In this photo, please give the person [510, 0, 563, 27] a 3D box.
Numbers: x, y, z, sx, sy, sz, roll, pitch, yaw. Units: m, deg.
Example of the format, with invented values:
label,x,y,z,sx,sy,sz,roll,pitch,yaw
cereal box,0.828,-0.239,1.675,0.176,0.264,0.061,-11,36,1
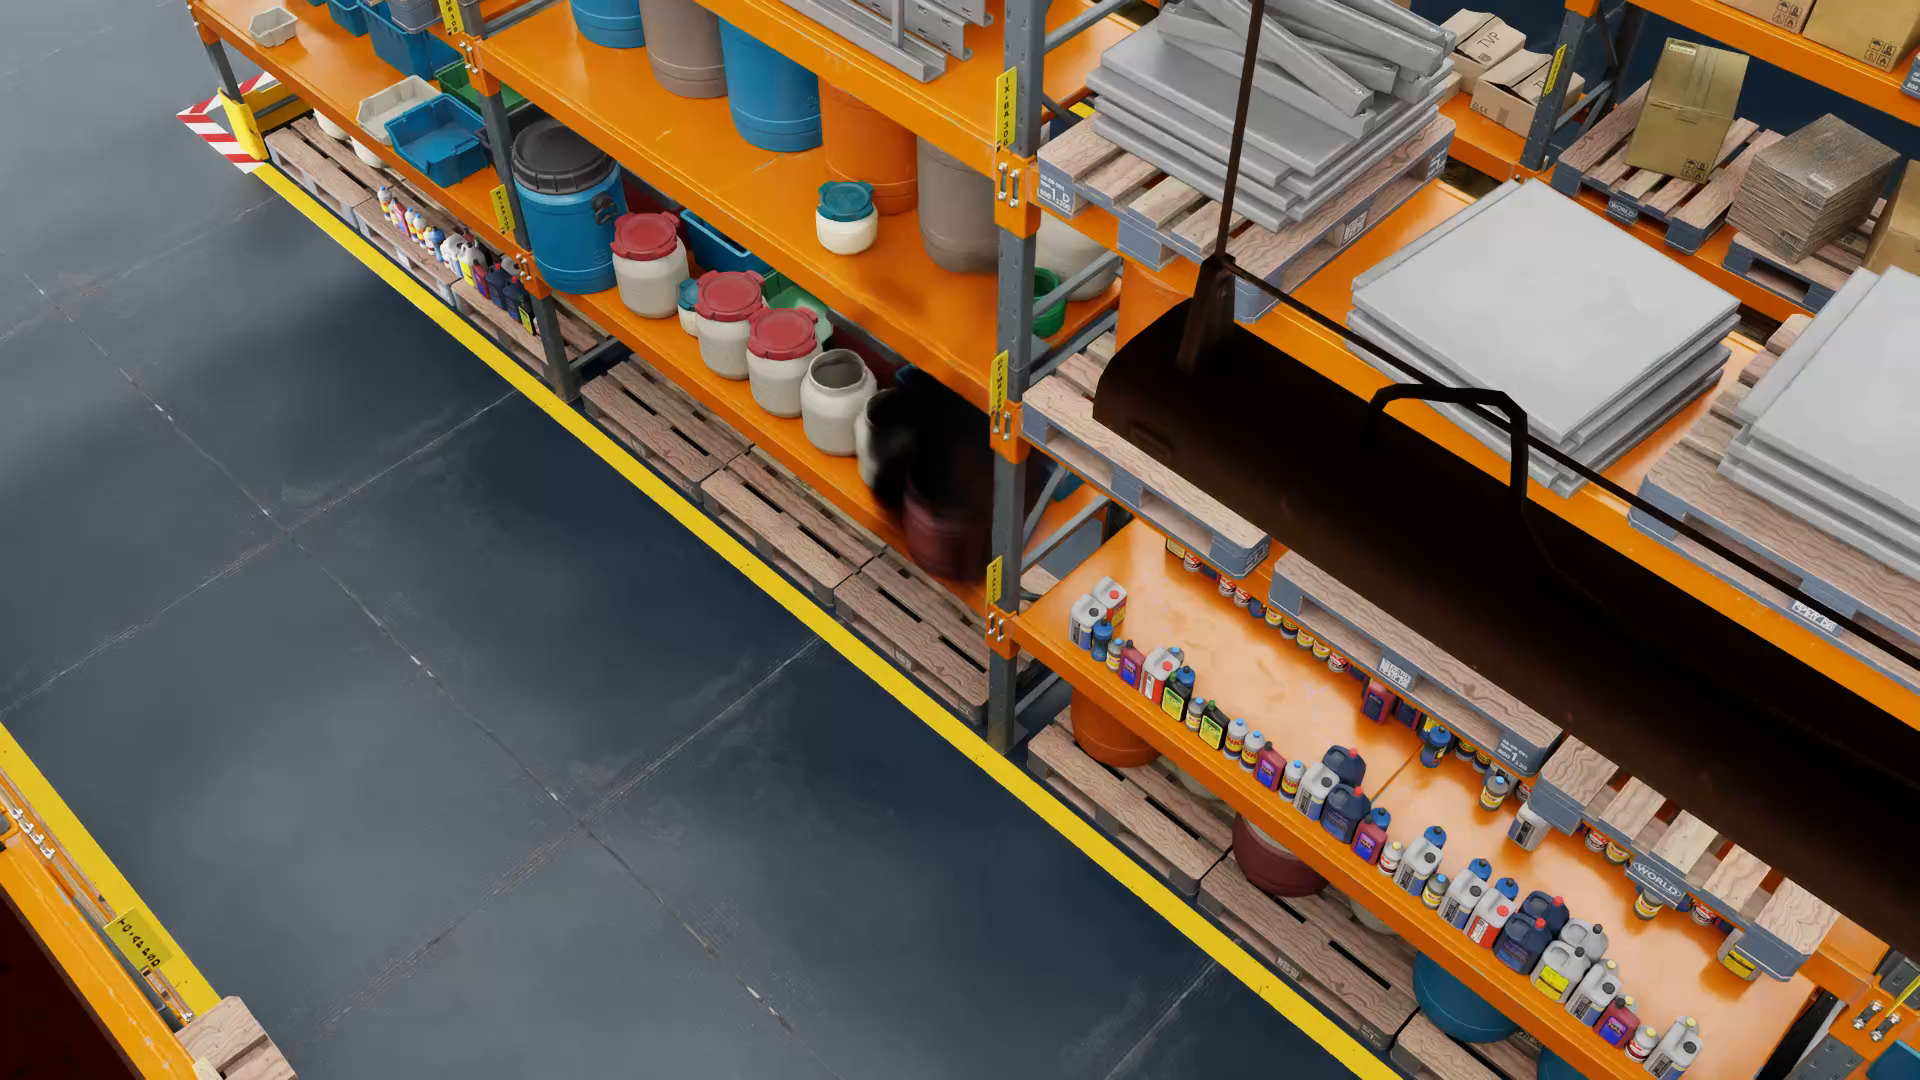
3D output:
label,x,y,z,sx,sy,sz,roll,pitch,yaw
person,-3.309,-4.205,12.823,0.677,1.671,0.891,-34,58,-25
